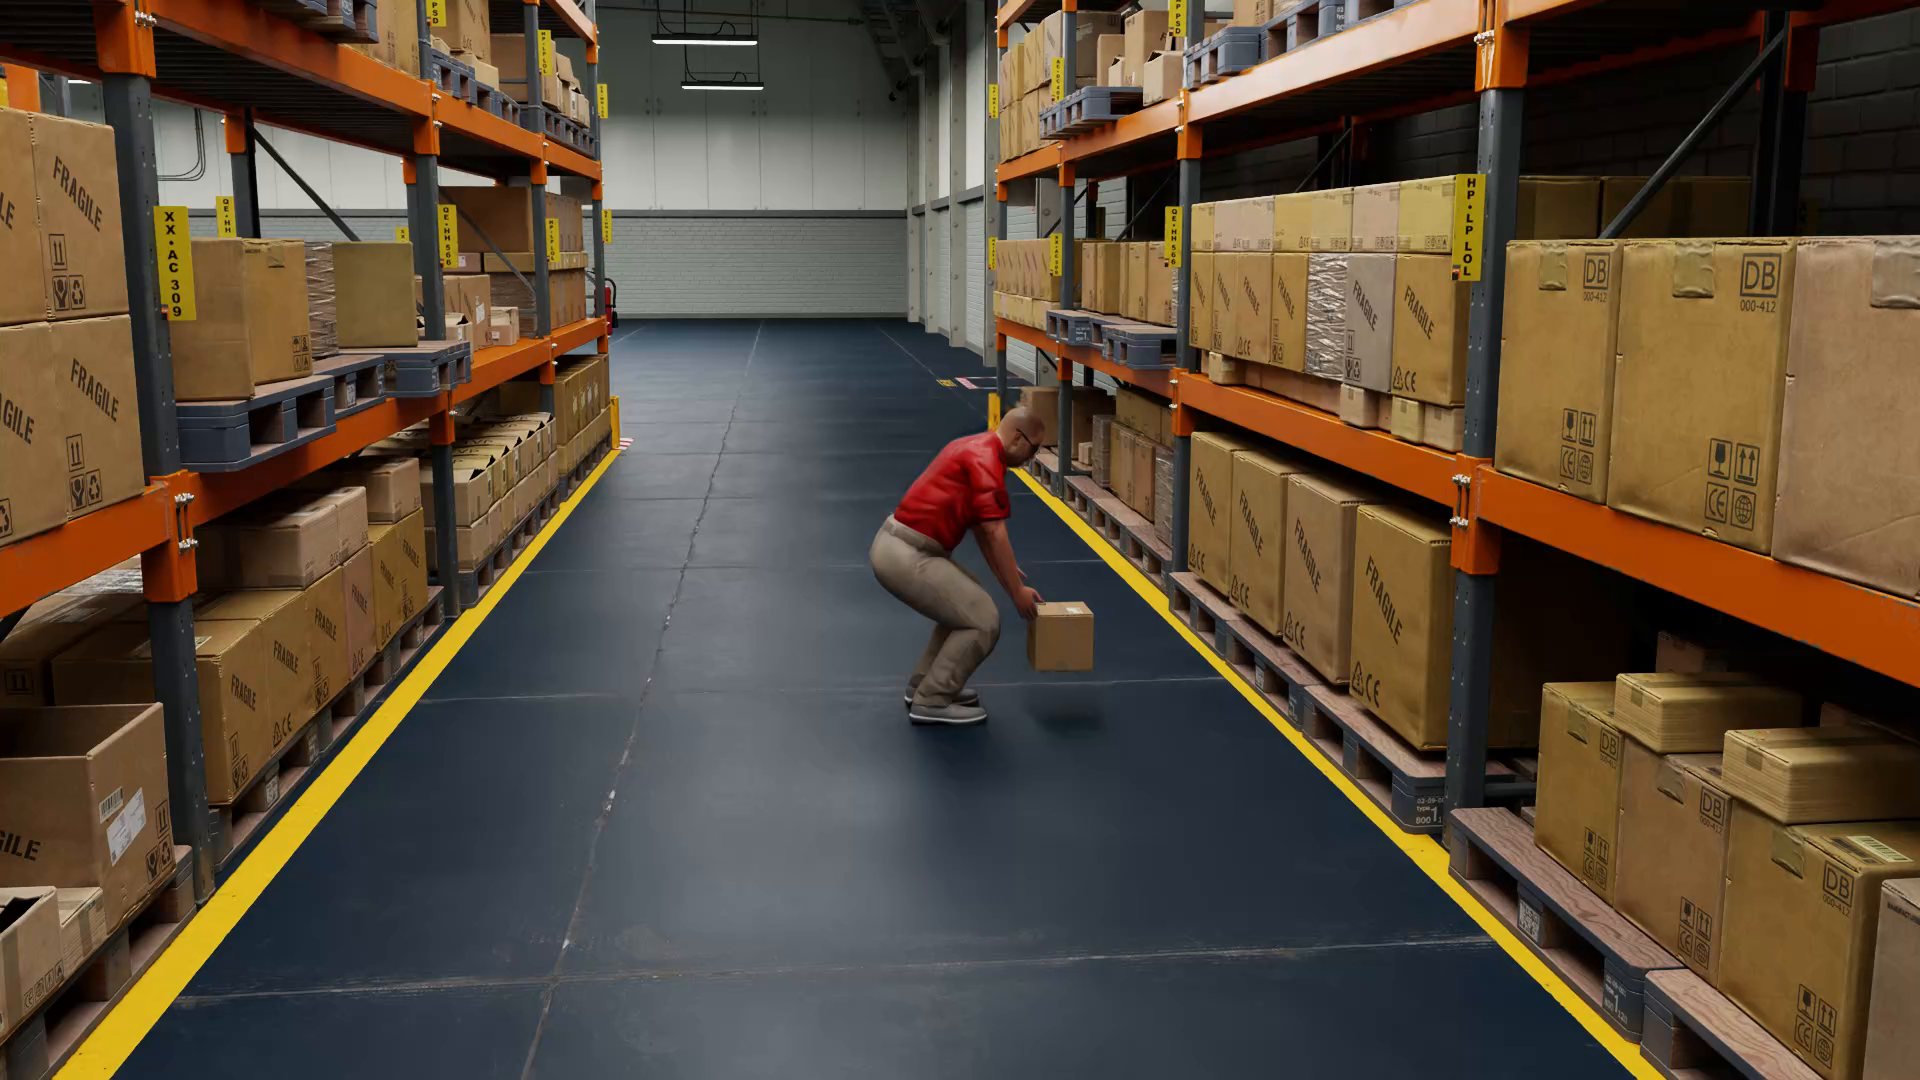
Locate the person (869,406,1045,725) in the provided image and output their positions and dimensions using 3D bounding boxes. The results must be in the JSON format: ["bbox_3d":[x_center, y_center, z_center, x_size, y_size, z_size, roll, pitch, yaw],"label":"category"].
[{"bbox_3d":[-0.012,0.092,7.122,0.753,1.322,0.590,-1,10,-6],"label":"person"}]
